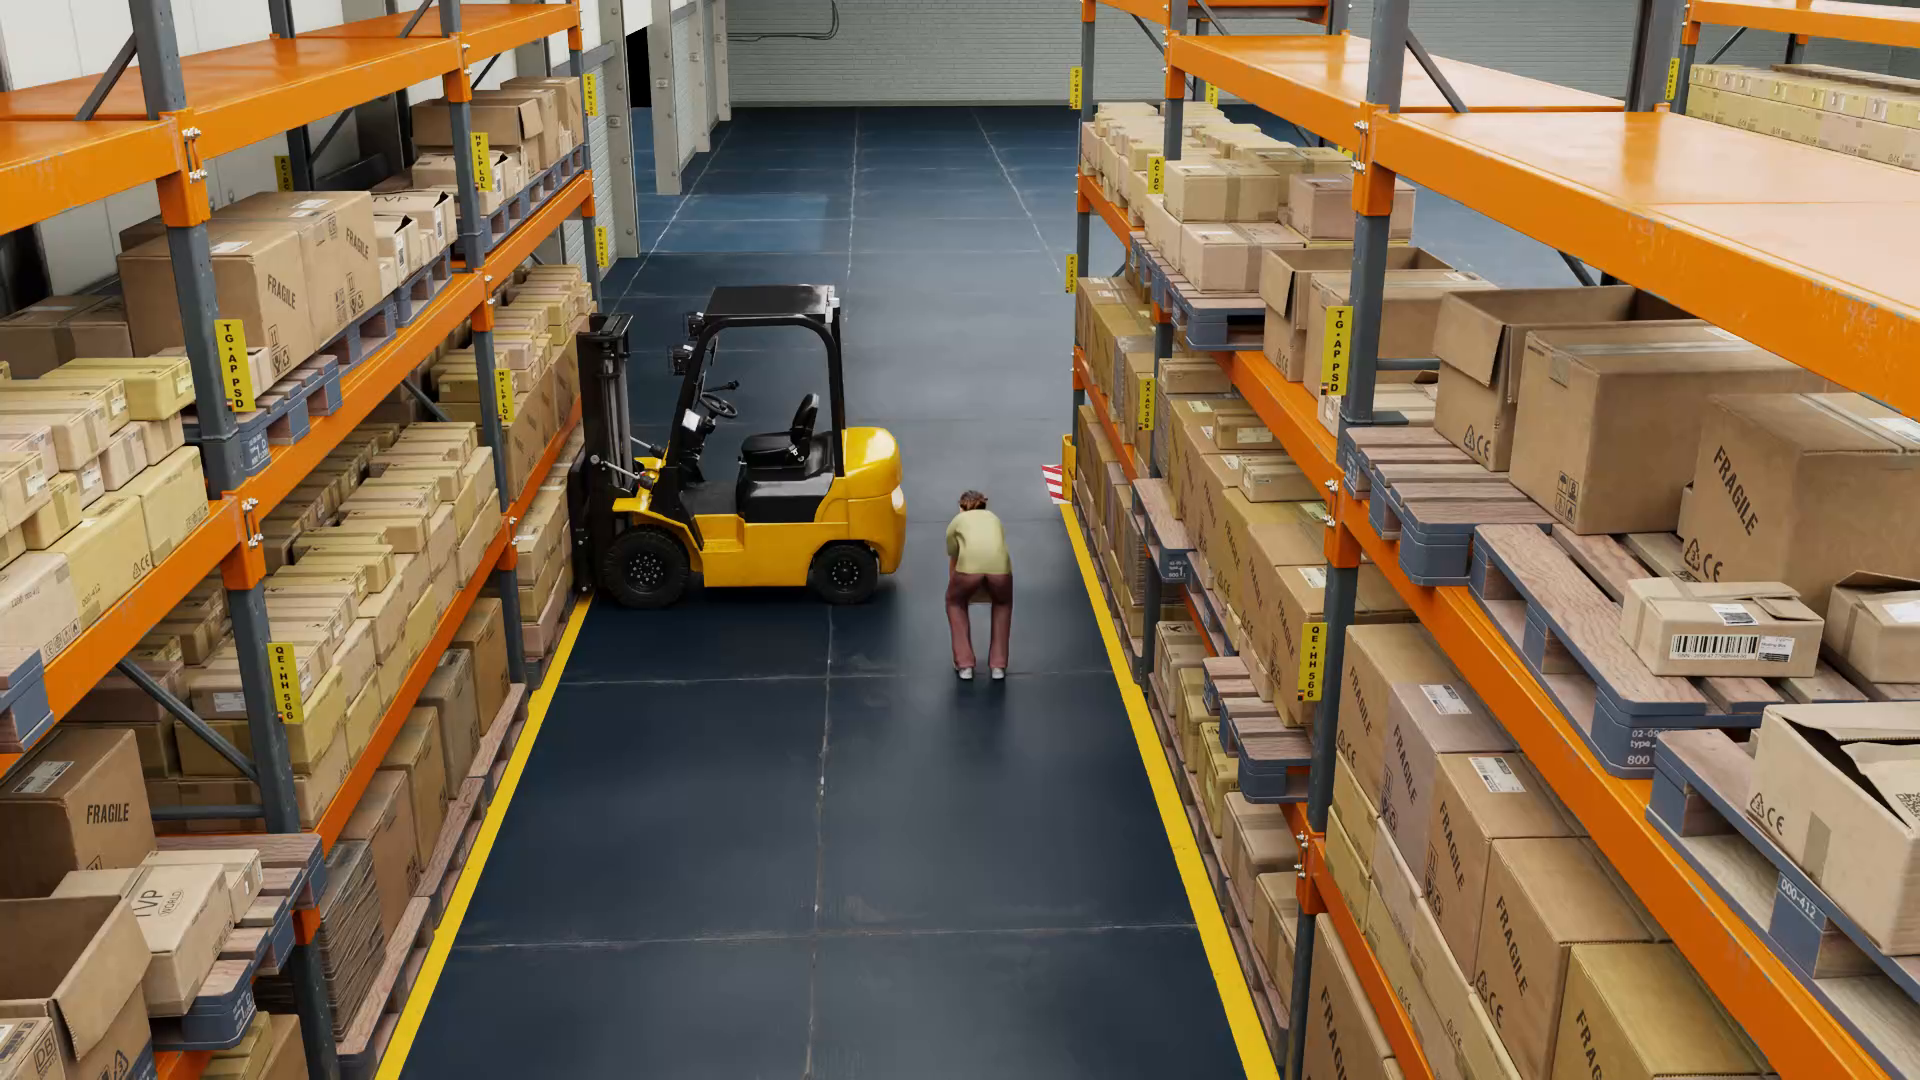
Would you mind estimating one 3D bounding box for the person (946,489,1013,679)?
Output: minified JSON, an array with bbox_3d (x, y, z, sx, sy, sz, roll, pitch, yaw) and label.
[{"bbox_3d":[0.121,0.289,11.100,0.450,1.121,0.858,-2,21,-5],"label":"person"}]
